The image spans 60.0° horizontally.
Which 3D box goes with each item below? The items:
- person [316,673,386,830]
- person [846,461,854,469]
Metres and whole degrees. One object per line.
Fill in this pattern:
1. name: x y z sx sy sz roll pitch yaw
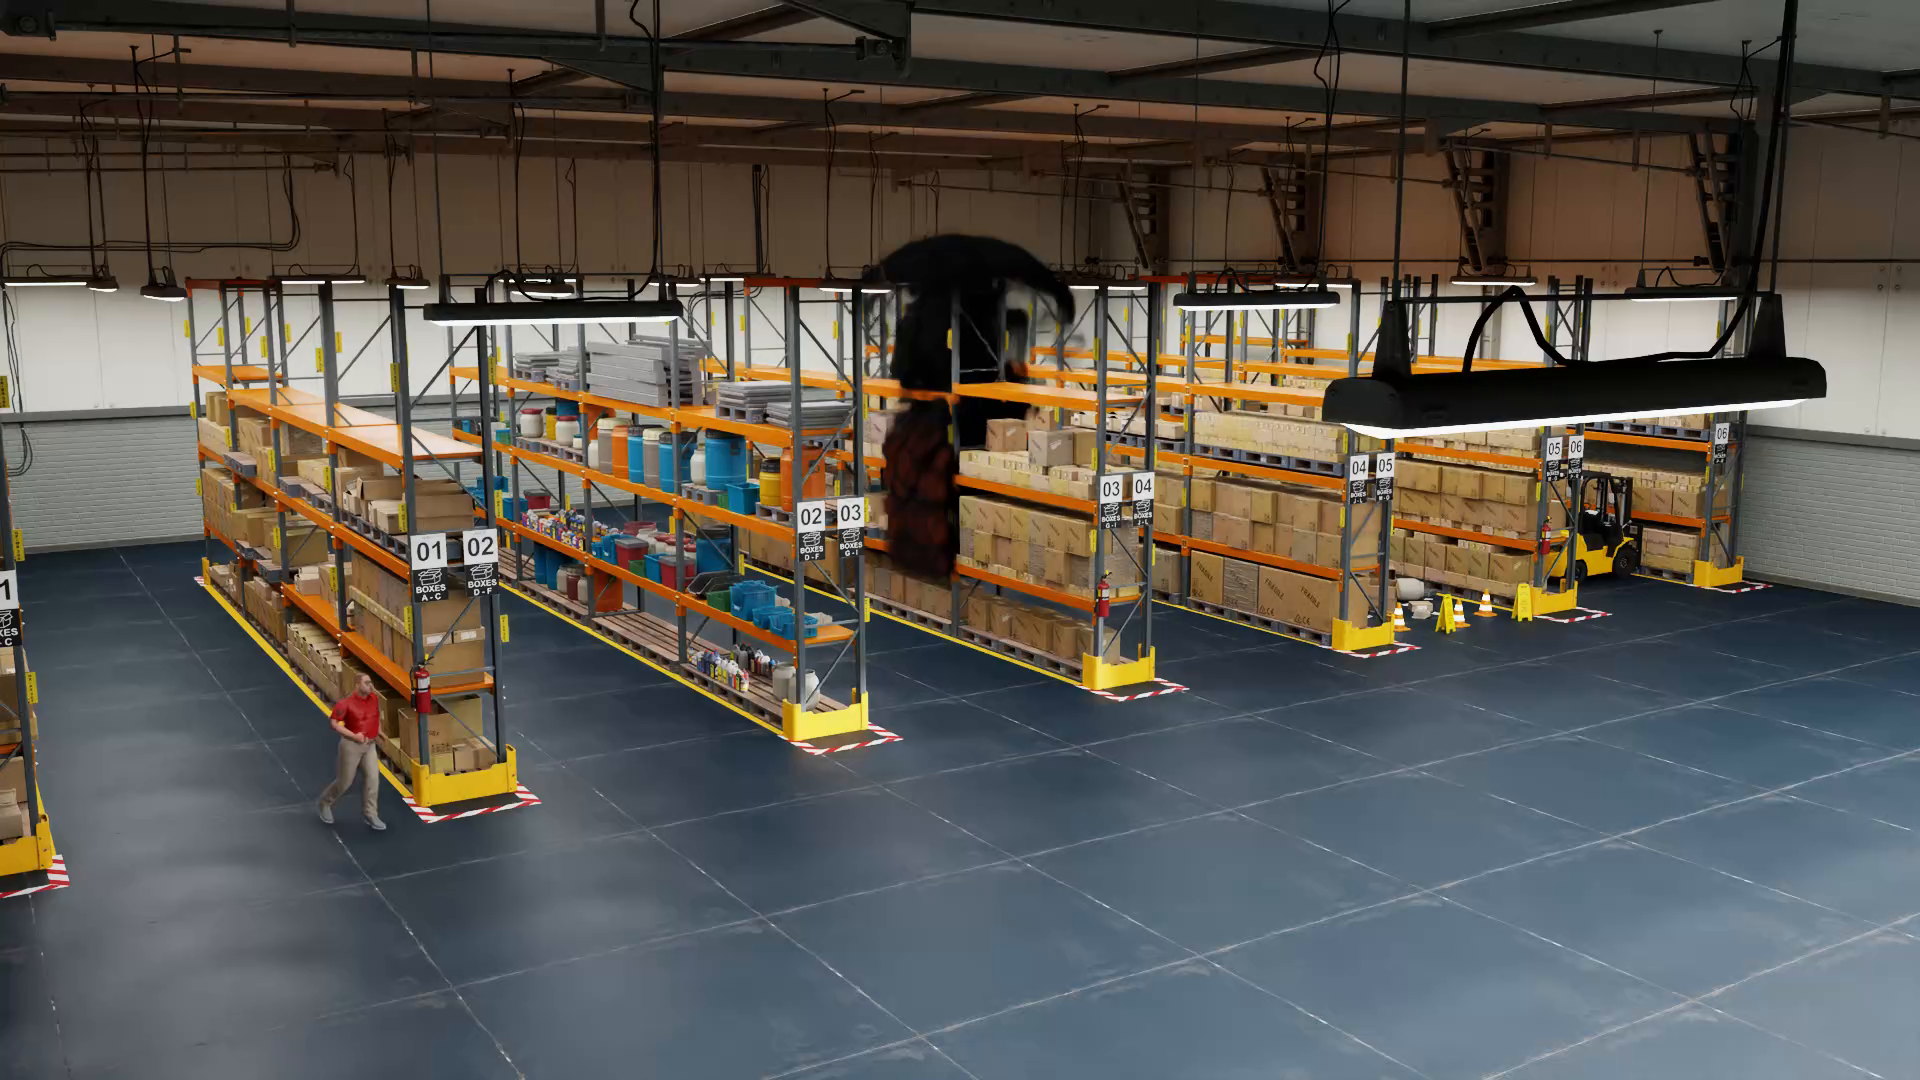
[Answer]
1. person: -6.780 2.354 18.834 0.909 1.718 0.737 6 11 30
2. person: -2.851 -1.483 41.762 0.891 1.670 0.688 -3 10 -16
